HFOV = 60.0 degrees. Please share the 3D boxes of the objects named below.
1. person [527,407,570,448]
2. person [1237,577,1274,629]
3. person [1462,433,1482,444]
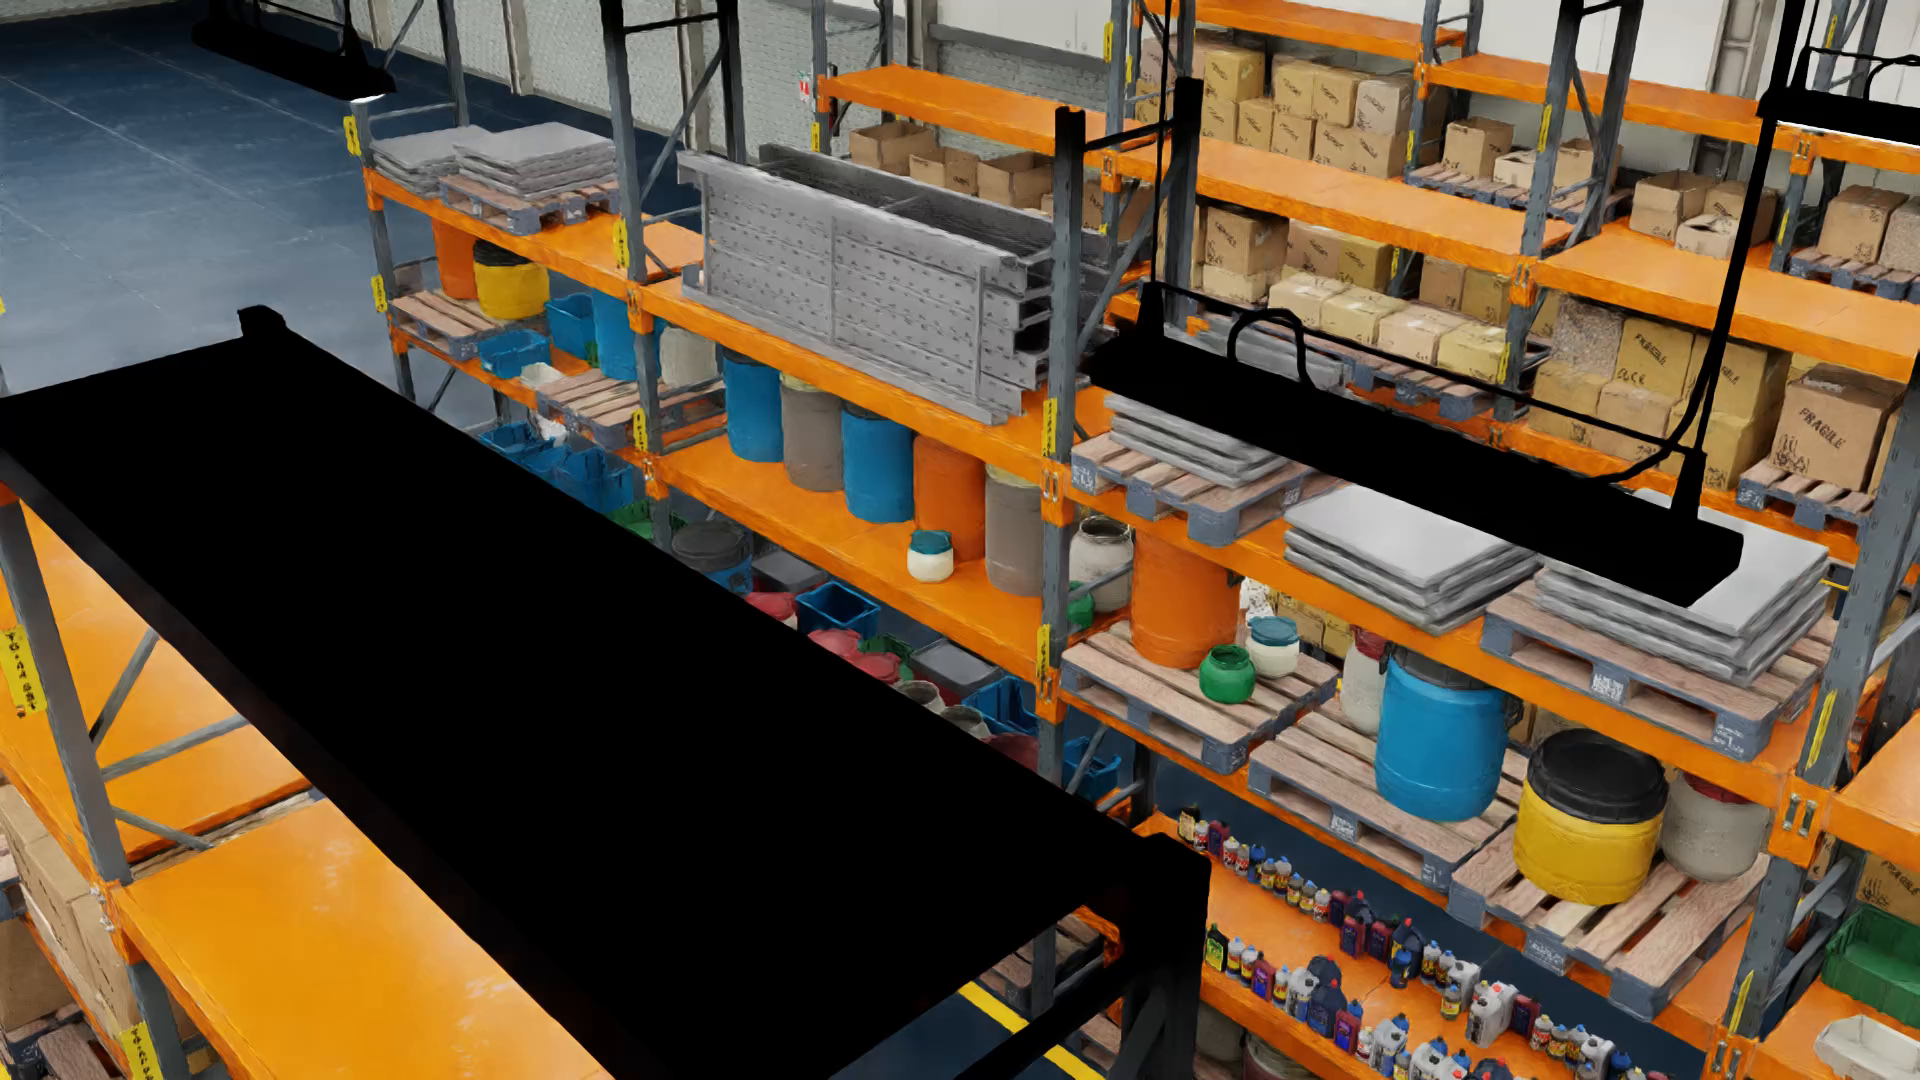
[{"bbox_3d":[-4.104,-1.066,17.097,0.531,1.665,0.533,5,29,10],"label":"person"},{"bbox_3d":[2.372,0.715,13.830,0.497,1.578,1.090,-23,36,-36],"label":"person"},{"bbox_3d":[4.707,-0.228,15.509,1.120,1.646,0.540,25,37,38],"label":"person"}]
